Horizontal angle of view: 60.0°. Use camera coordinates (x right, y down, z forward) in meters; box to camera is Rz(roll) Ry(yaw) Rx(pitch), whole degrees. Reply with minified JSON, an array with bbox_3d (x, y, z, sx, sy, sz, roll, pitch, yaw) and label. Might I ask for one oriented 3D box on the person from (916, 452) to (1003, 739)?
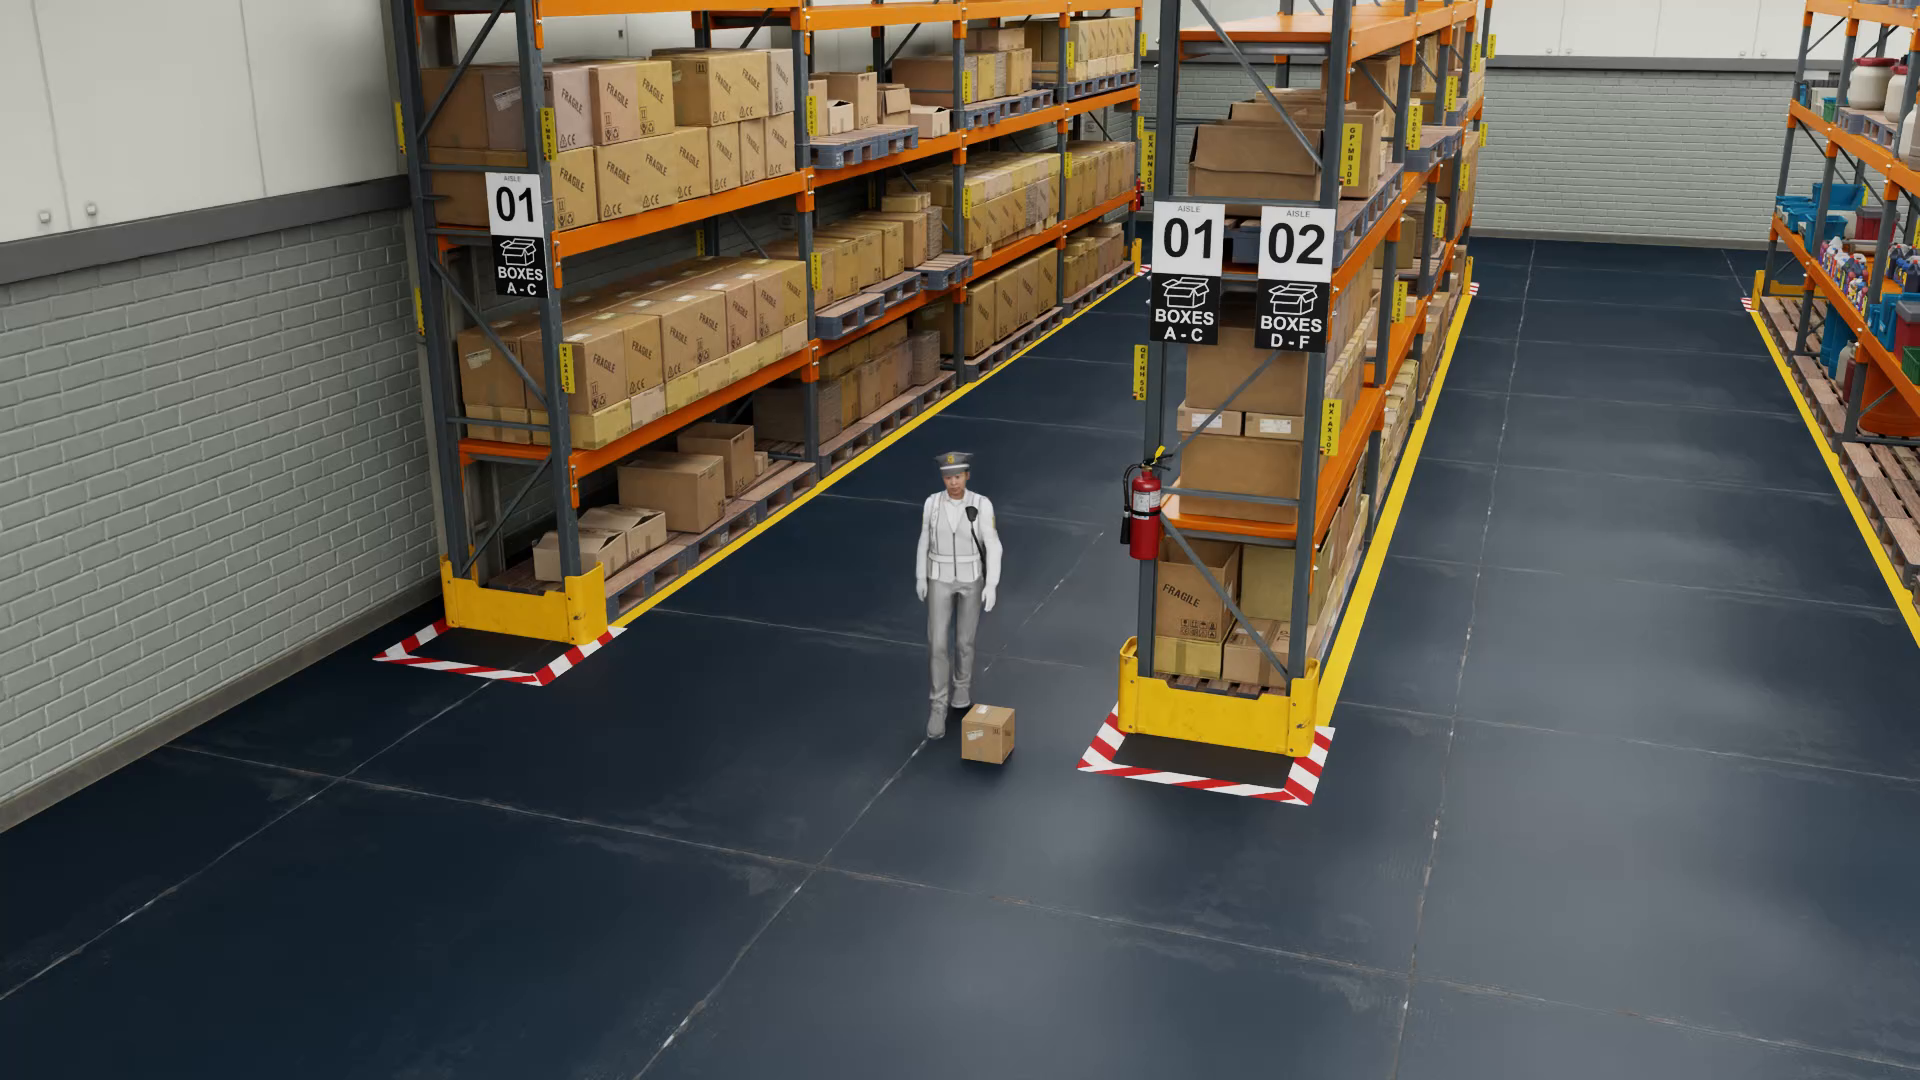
[{"bbox_3d":[-0.013,0.308,10.125,0.540,1.692,0.669,0,19,1],"label":"person"}]
